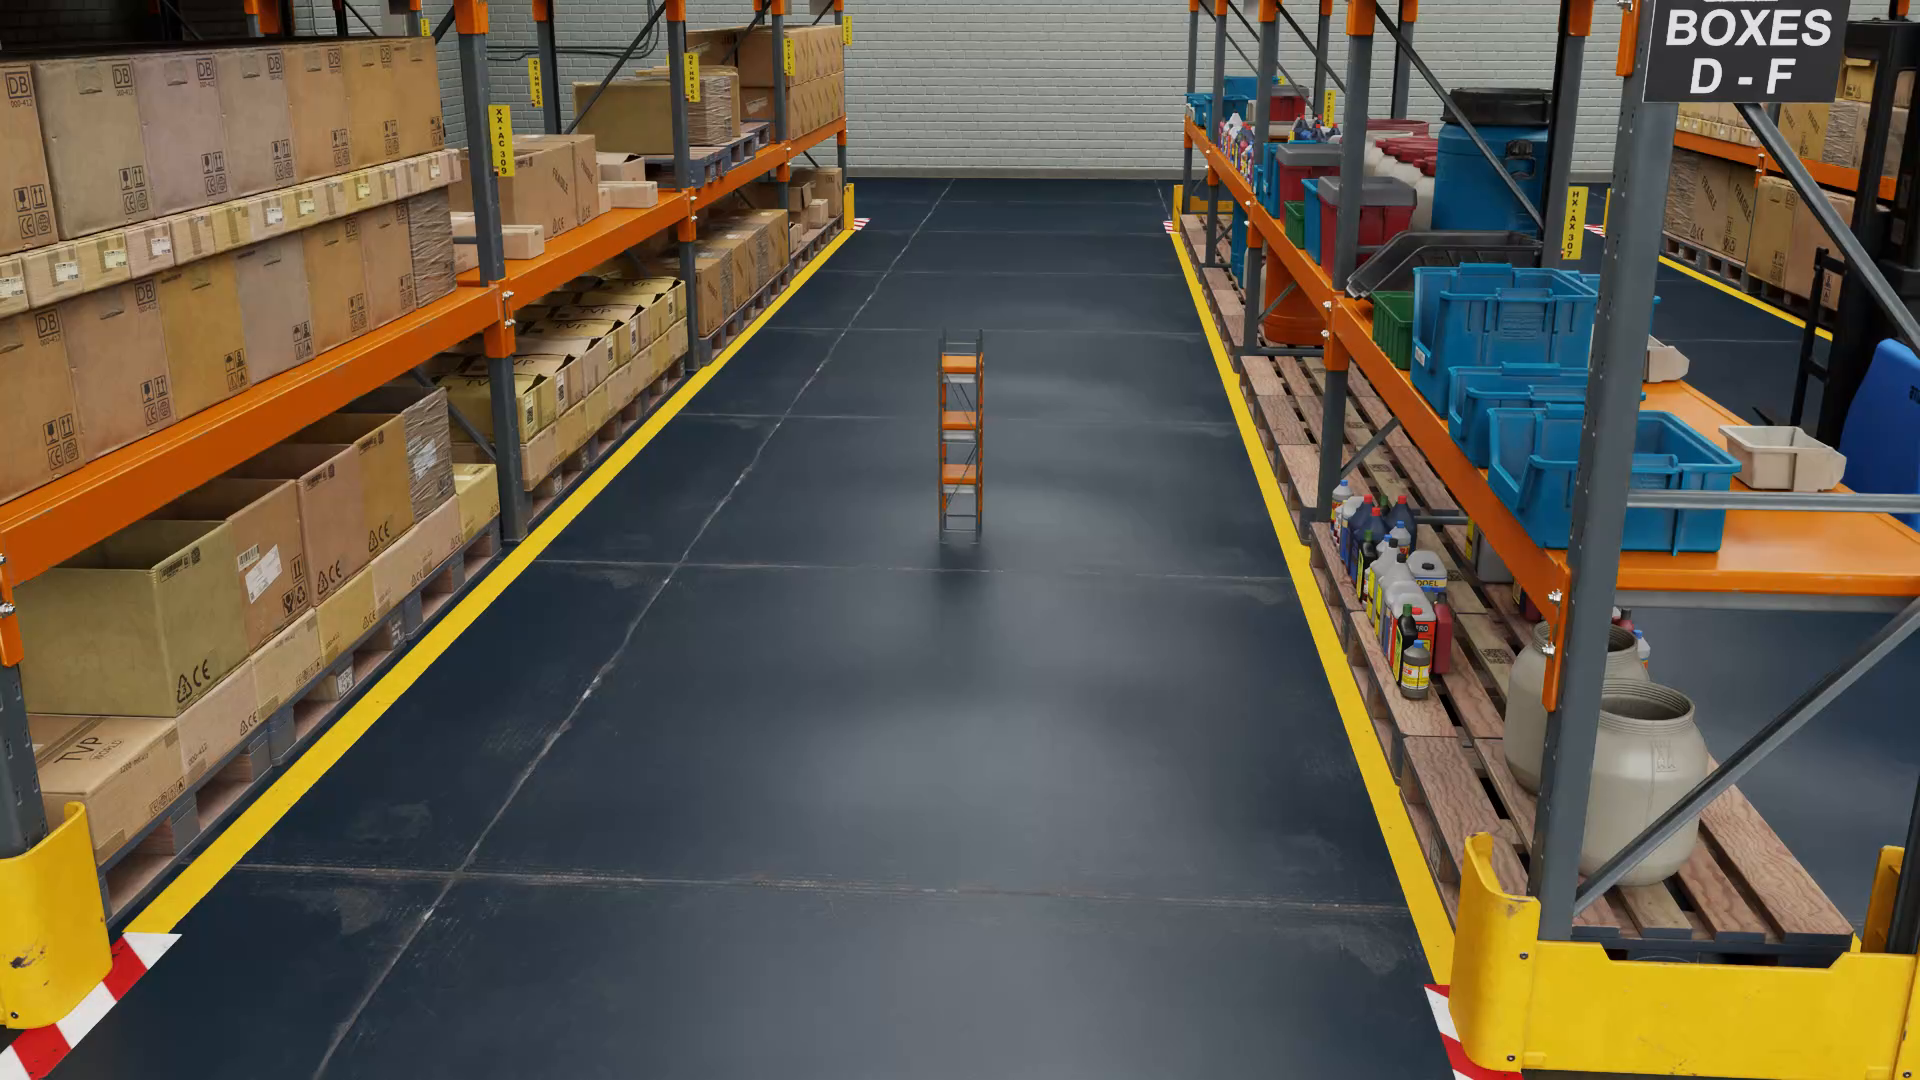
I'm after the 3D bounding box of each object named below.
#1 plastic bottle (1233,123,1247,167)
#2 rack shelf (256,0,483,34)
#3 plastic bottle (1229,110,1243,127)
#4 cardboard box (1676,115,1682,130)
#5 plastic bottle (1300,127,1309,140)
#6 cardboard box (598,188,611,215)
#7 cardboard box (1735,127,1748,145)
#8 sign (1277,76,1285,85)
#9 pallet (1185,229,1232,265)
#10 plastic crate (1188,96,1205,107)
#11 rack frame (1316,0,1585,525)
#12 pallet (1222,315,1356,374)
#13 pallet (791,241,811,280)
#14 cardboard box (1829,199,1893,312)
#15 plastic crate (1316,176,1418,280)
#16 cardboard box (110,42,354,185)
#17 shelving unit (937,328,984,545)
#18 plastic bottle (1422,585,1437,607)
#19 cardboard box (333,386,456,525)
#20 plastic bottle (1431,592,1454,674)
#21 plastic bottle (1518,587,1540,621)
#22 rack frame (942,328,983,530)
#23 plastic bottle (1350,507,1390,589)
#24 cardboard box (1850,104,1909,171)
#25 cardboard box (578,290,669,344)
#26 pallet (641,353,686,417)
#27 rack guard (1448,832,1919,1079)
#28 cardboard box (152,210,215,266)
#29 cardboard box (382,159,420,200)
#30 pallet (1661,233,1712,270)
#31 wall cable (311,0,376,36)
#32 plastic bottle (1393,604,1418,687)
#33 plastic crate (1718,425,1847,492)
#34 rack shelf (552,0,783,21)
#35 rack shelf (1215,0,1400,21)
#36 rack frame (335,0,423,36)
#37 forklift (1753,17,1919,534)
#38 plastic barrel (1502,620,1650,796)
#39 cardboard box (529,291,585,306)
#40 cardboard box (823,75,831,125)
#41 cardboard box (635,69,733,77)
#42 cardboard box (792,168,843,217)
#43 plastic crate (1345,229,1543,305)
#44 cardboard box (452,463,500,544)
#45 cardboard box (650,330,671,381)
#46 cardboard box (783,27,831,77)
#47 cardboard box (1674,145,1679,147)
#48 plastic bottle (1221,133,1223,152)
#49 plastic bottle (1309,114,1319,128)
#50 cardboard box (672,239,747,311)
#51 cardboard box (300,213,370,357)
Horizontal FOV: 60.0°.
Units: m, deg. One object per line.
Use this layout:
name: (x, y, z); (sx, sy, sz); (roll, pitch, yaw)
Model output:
plastic bottle: (2.284, -3.180, 13.389); (0.144, 0.351, 0.185); (1, 18, 4)
rack shelf: (-2.847, -1.897, 5.735); (1.077, 0.370, 4.000); (1, 18, 4)
plastic bottle: (2.459, -3.670, 14.885); (0.144, 0.351, 0.185); (1, 18, 4)
cardboard box: (7.593, -4.318, 17.187); (0.380, 0.149, 0.250); (1, 18, 3)
plastic bottle: (2.916, -3.344, 14.018); (0.097, 0.271, 0.097); (0, 18, 0)
cardboard box: (-2.452, -2.161, 10.603); (0.380, 0.149, 0.250); (3, 18, 8)
cardboard box: (7.463, -3.760, 15.485); (0.380, 0.149, 0.250); (2, 18, 5)
sign: (3.647, -5.121, 18.971); (0.100, 0.325, 0.005); (1, 18, 4)
pallet: (2.909, -3.092, 17.520); (1.003, 0.211, 1.213); (1, 18, 4)
plastic crate: (2.703, -4.725, 18.200); (0.416, 0.233, 0.300); (1, 18, 4)
rack frame: (2.236, -1.323, 7.644); (1.000, 3.000, 0.127); (1, 18, 4)
pallet: (2.538, -1.486, 12.620); (1.003, 0.211, 1.213); (1, 18, 4)
pallet: (-2.080, -2.808, 16.653); (1.003, 0.211, 1.213); (1, 18, 4)
cardboard box: (7.605, -2.136, 12.861); (1.225, 0.875, 0.875); (1, 18, 4)
plastic crate: (1.966, -1.511, 8.114); (0.402, 0.464, 0.583); (1, 18, 4)
cardboard box: (-2.801, -1.649, 6.393); (0.700, 0.500, 0.500); (1, 18, 4)
shelving unit: (0.004, -0.516, 8.310); (0.215, 1.050, 0.252); (1, 18, 4)
plastic bottle: (1.831, 0.276, 6.550); (0.097, 0.201, 0.097); (0, 18, 0)
cardboard box: (-2.567, -0.380, 7.304); (0.500, 0.500, 0.500); (1, 18, 4)
plastic bottle: (1.796, 0.345, 6.208); (0.061, 0.283, 0.133); (1, 18, 4)
plastic bottle: (2.319, 0.173, 6.734); (0.061, 0.283, 0.133); (1, 18, 4)
rack frame: (0.013, -0.553, 8.426); (0.200, 1.050, 0.008); (1, 18, 4)
plastic bottle: (1.751, 0.026, 7.073); (0.144, 0.351, 0.185); (1, 18, 2)
cardboard box: (7.365, -3.135, 13.014); (0.500, 0.500, 0.500); (2, 18, 5)
cardboard box: (-2.240, -1.507, 11.046); (0.500, 0.311, 0.500); (1, 18, 3)
pallet: (-2.515, -1.097, 11.433); (1.003, 0.211, 1.213); (1, 18, 4)
rack guard: (1.908, 1.082, 4.318); (1.175, 0.500, 0.348); (1, 18, 4)
cardboard box: (-2.675, -0.986, 5.413); (0.380, 0.149, 0.250); (1, 18, 2)
cardboard box: (-2.546, -1.543, 7.114); (0.380, 0.149, 0.250); (1, 18, 2)
pallet: (7.968, -2.987, 17.199); (1.003, 0.211, 1.213); (1, 18, 4)
wall cable: (-7.637, -6.173, 20.813); (0.084, 1.984, 1.851); (1, 18, 4)
plastic bottle: (1.634, 0.384, 6.090); (0.061, 0.283, 0.133); (2, 18, 5)
plastic crate: (2.335, -0.226, 4.720); (0.298, 0.136, 0.250); (1, 18, 4)
rack shelf: (-2.274, -4.382, 13.317); (1.077, 0.370, 4.000); (1, 18, 4)
rack shelf: (2.667, -4.270, 12.976); (1.077, 0.370, 4.000); (1, 18, 4)
rack frame: (-6.785, -5.271, 19.693); (1.000, 3.000, 0.127); (1, 18, 4)
forklift: (4.984, -1.529, 8.381); (1.130, 2.935, 3.031); (3, 18, 8)
plastic barrel: (1.957, 0.540, 5.279); (0.421, 0.512, 0.421); (0, 18, 0)
cardboard box: (-2.777, -1.517, 11.077); (0.500, 0.311, 0.500); (1, 18, 3)
cardboard box: (-1.679, -4.748, 17.936); (0.500, 0.500, 0.500); (1, 18, 4)
cardboard box: (-2.374, -3.810, 14.397); (0.700, 0.500, 0.500); (4, 19, 13)
cardboard box: (-1.637, -4.009, 19.148); (0.500, 0.500, 0.500); (1, 18, 4)
plastic crate: (2.072, -1.134, 7.167); (0.767, 0.338, 0.504); (1, 18, 4)
cardboard box: (-2.519, -0.179, 7.894); (0.500, 0.250, 0.500); (1, 18, 4)
cardboard box: (-2.245, -1.241, 11.135); (0.500, 0.250, 0.500); (1, 18, 3)
cardboard box: (-1.669, -5.222, 17.777); (0.500, 0.500, 0.500); (2, 18, 5)
cardboard box: (8.071, -3.929, 18.334); (0.875, 0.875, 0.875); (1, 18, 4)
plastic bottle: (2.358, -3.532, 14.703); (0.097, 0.201, 0.097); (0, 18, 0)
plastic bottle: (3.070, -3.492, 14.341); (0.144, 0.351, 0.185); (1, 18, 4)
cardboard box: (-2.027, -2.152, 13.481); (0.500, 0.500, 0.500); (1, 18, 3)
cardboard box: (-2.801, -1.025, 6.573); (0.700, 0.500, 0.500); (2, 18, 5)
